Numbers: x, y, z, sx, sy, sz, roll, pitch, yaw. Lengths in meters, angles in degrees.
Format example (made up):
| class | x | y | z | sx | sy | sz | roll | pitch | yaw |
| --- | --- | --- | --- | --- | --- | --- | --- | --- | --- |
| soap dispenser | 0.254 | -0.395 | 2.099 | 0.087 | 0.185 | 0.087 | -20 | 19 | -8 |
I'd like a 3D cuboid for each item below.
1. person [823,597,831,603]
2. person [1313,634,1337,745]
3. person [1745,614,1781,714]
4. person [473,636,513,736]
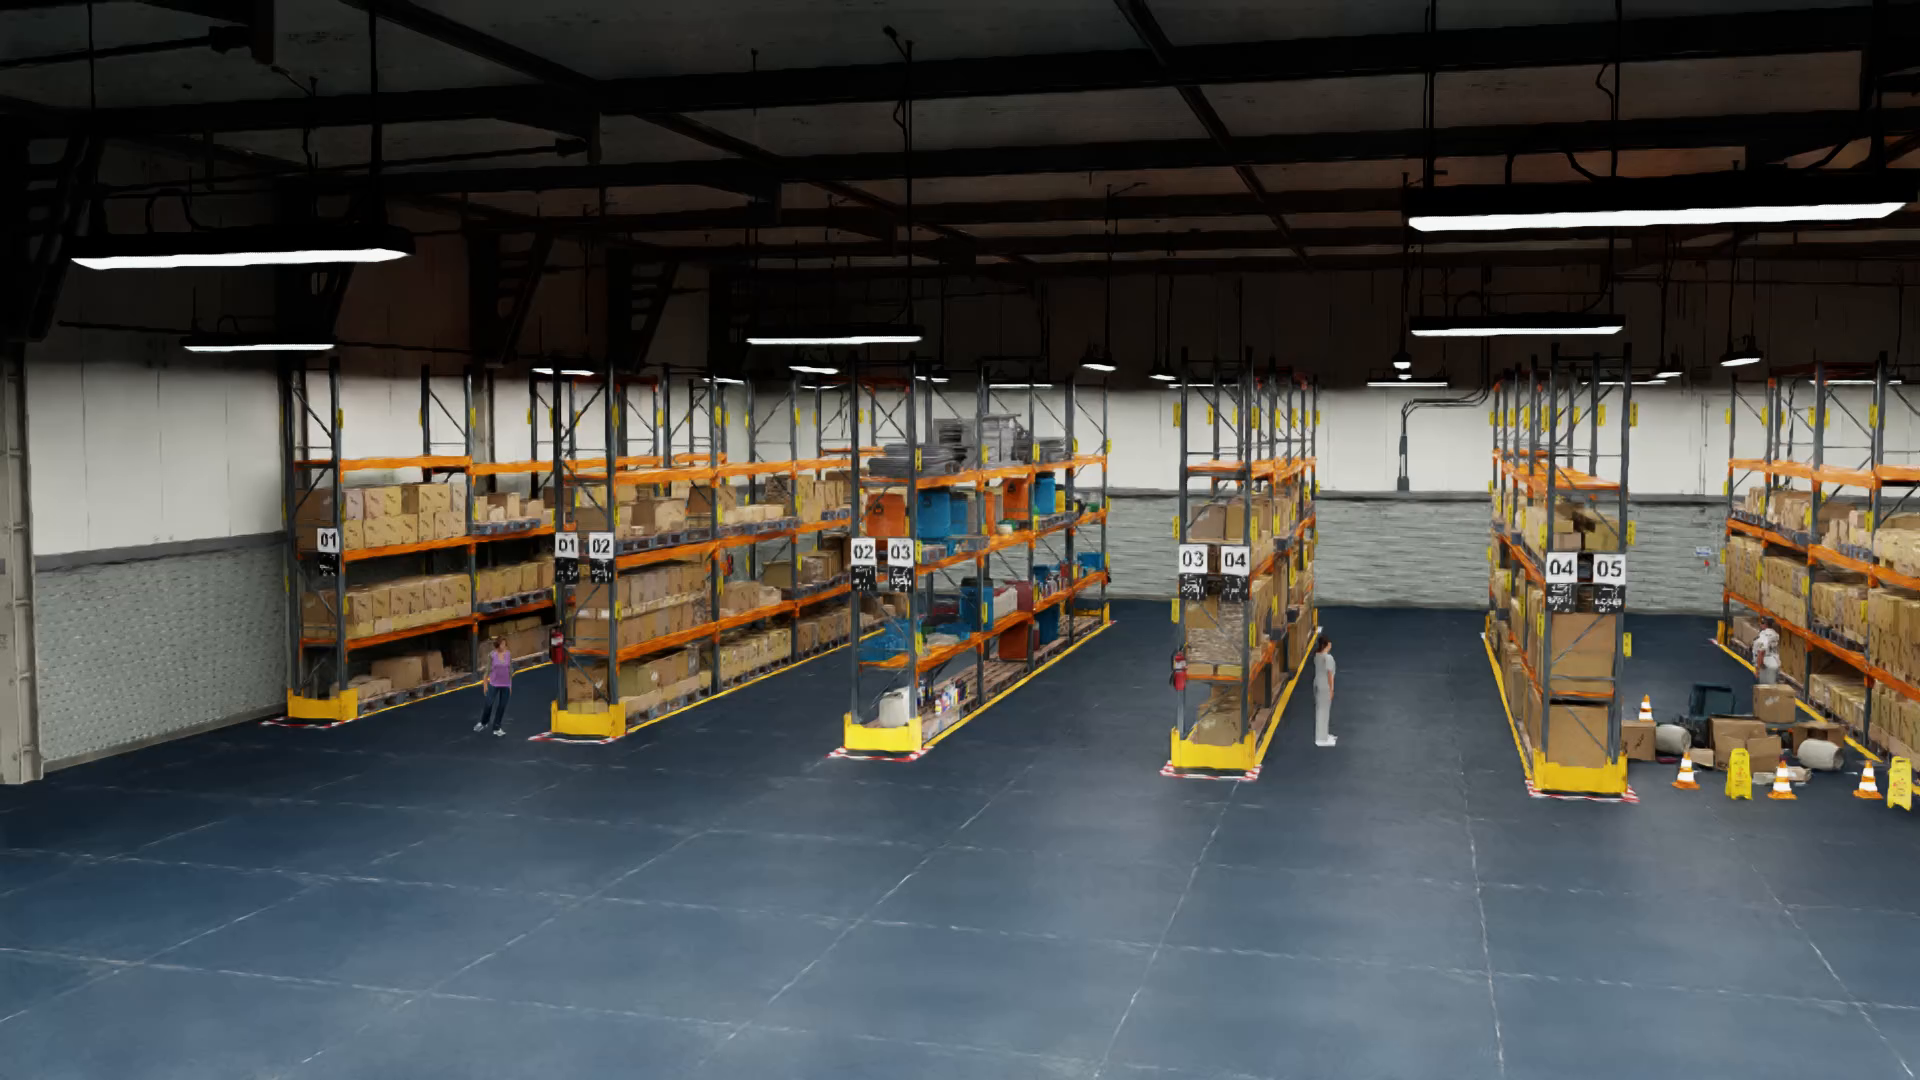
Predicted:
| class | x | y | z | sx | sy | sz | roll | pitch | yaw |
| --- | --- | --- | --- | --- | --- | --- | --- | --- | --- |
| person | -3.582 | 0.981 | 43.844 | 0.447 | 1.574 | 1.088 | 1 | 4 | 17 |
| person | 5.624 | 2.280 | 25.517 | 0.441 | 1.675 | 0.496 | -1 | 4 | -14 |
| person | 13.271 | 2.098 | 27.456 | 0.593 | 1.745 | 0.652 | 4 | 6 | 40 |
| person | -7.320 | 2.291 | 26.094 | 0.591 | 1.585 | 0.445 | -2 | 5 | -30 |
